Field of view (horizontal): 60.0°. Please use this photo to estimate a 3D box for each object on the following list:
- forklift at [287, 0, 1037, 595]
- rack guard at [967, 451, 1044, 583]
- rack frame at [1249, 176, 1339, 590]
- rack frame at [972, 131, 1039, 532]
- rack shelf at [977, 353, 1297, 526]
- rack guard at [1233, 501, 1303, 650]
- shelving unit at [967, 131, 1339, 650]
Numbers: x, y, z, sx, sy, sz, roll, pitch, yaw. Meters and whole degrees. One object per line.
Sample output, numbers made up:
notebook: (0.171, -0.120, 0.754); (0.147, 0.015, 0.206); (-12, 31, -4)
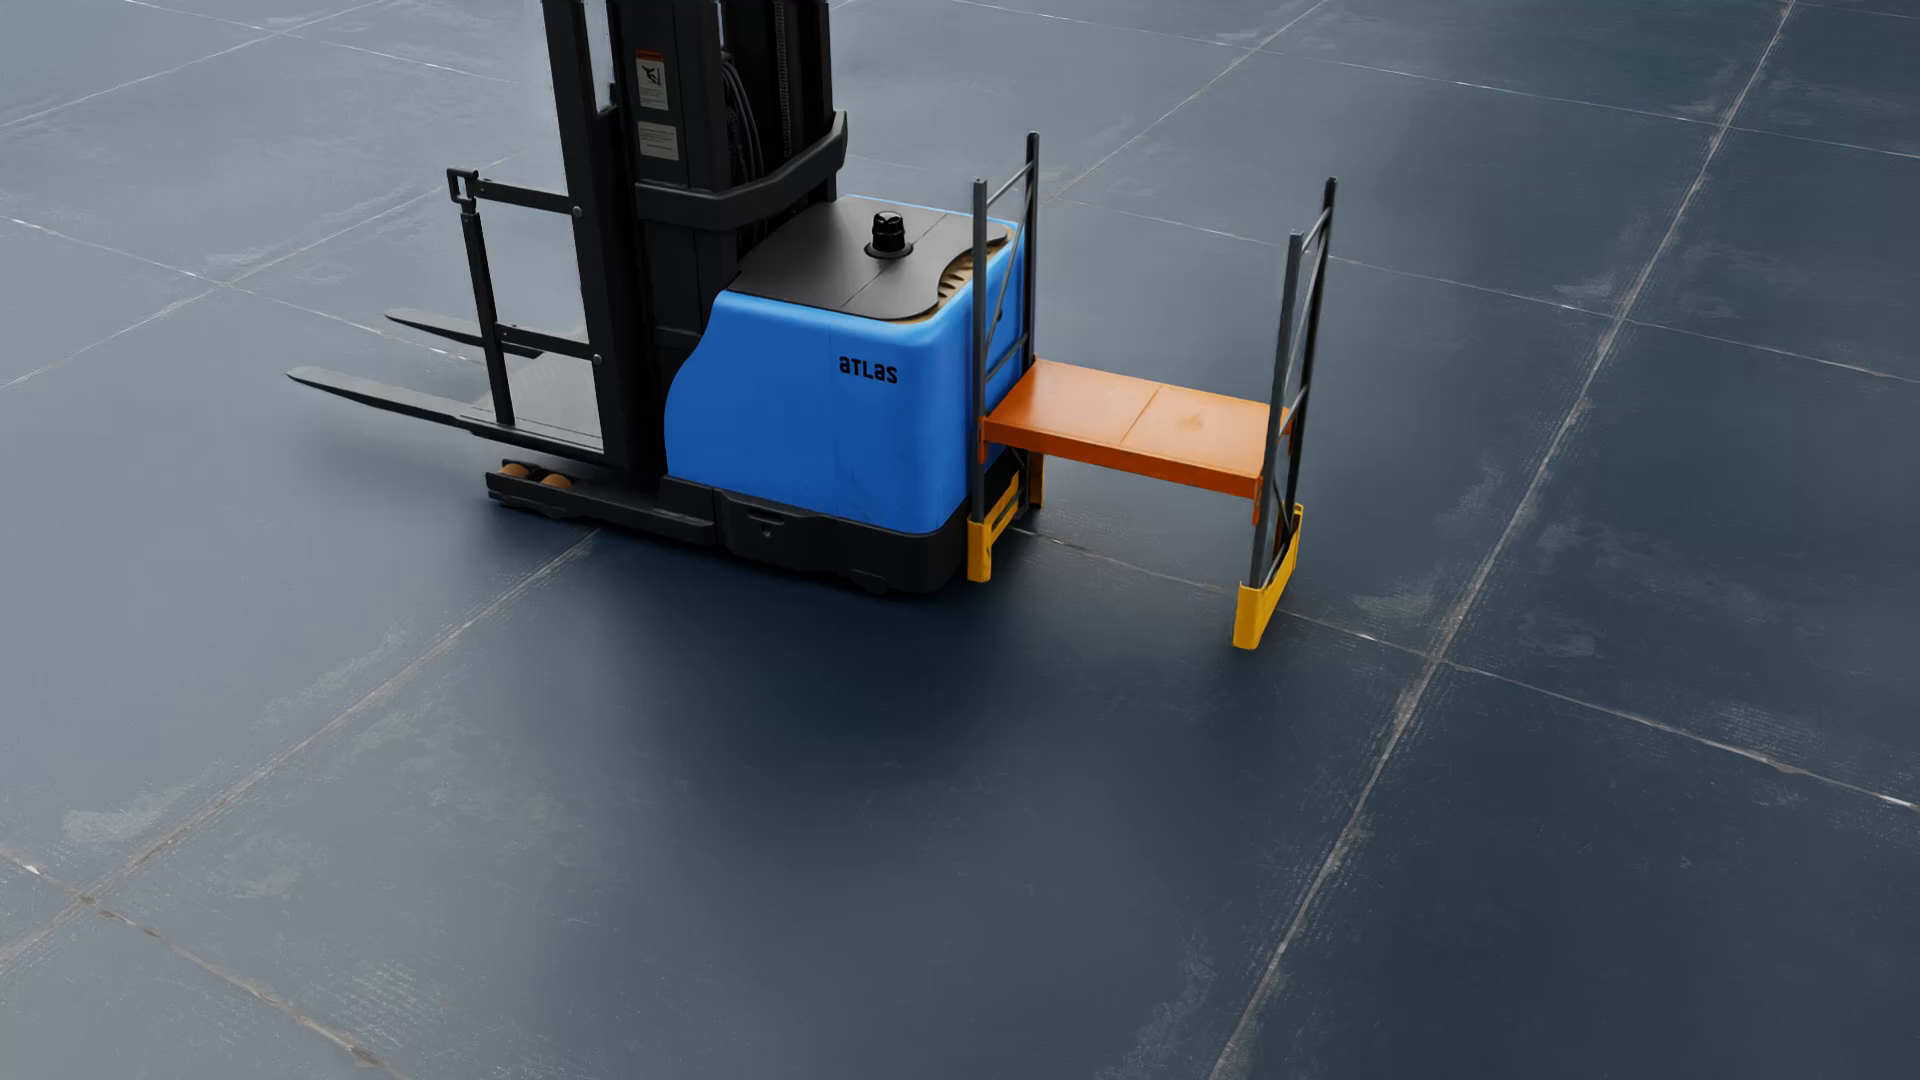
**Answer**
forklift: (-1.269, -1.555, 5.941); (3.031, 2.935, 1.130); (14, 36, 19)
rack guard: (0.173, -0.102, 6.178); (0.087, 0.250, 0.587); (14, 36, 19)
rack frame: (1.086, -0.401, 5.499); (0.032, 1.500, 0.500); (14, 36, 19)
rack frame: (0.155, -0.627, 5.838); (0.032, 1.500, 0.500); (14, 36, 19)
rack shelf: (0.621, -0.364, 5.768); (1.000, 0.185, 0.538); (14, 36, 19)
rack guard: (1.085, 0.119, 5.846); (0.087, 0.250, 0.587); (14, 36, 19)
shelving unit: (0.629, -0.512, 5.666); (1.083, 1.500, 0.587); (14, 36, 19)
